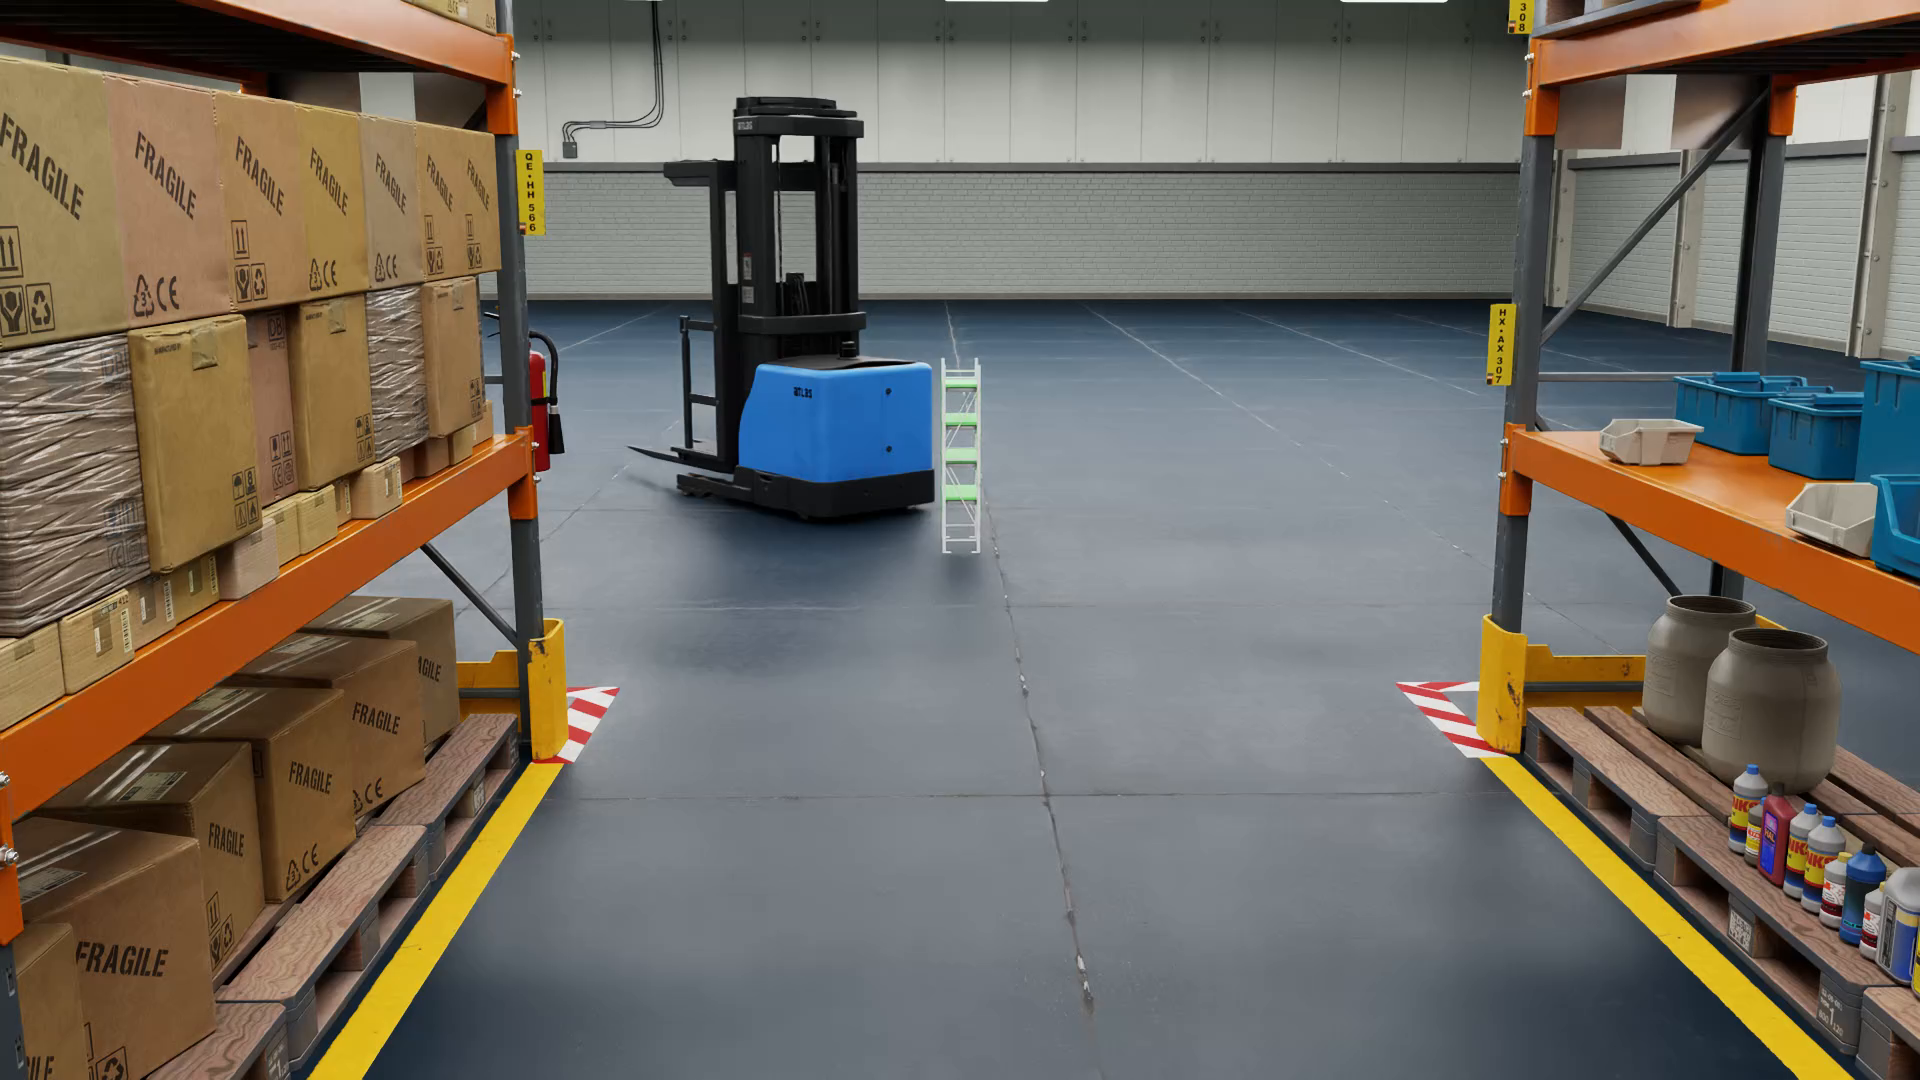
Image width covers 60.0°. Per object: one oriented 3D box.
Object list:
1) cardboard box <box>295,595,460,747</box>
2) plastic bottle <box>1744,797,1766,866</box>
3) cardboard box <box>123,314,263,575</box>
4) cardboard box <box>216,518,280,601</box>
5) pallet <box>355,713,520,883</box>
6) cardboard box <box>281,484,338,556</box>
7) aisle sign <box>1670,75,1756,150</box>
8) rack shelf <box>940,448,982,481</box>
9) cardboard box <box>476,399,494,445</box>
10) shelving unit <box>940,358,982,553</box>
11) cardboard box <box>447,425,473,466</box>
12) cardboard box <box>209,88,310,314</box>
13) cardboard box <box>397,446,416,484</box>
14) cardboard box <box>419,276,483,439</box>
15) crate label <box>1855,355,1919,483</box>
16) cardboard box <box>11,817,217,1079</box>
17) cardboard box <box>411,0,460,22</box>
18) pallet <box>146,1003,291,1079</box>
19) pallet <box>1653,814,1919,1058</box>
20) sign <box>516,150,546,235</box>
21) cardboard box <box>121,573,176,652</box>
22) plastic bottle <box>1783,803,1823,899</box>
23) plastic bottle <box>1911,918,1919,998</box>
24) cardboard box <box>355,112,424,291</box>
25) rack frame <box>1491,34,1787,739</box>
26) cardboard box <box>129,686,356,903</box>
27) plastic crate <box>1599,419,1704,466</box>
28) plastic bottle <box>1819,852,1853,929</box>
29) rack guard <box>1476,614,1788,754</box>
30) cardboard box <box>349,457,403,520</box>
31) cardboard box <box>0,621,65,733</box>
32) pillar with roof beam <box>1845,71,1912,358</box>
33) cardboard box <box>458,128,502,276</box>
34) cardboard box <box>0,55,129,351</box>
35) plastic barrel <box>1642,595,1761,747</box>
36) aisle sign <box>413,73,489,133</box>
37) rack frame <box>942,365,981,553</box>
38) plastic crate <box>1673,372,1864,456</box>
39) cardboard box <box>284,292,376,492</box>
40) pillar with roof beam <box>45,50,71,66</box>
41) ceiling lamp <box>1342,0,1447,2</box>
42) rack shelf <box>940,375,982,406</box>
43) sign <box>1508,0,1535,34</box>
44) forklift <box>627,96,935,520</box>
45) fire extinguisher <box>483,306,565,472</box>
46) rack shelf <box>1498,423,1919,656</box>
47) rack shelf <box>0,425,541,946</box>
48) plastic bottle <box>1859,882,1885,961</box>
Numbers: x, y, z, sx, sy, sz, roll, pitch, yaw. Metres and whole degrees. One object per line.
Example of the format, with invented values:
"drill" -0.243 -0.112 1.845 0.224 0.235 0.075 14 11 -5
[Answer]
"cardboard box" -2.228 0.512 6.220 0.500 0.500 0.500 2 12 9
"plastic bottle" 2.455 0.887 5.076 0.097 0.201 0.097 0 11 0
"cardboard box" -2.064 -0.220 3.600 0.875 0.500 0.500 0 11 -1
"cardboard box" -1.849 0.044 3.928 0.380 0.149 0.250 0 11 -1
"pallet" -2.241 0.912 6.032 1.003 0.211 1.213 0 11 -1
"cardboard box" -1.890 -0.055 4.417 0.380 0.149 0.250 0 11 -1
"aisle sign" 3.023 -1.941 6.544 0.394 0.787 0.004 0 11 -1
"rack shelf" 0.003 -0.492 10.790 0.258 0.148 0.480 0 11 -1
"cardboard box" -2.012 -0.452 6.375 0.380 0.149 0.250 0 11 -1
"shelving unit" 0.003 -0.555 10.778 0.258 1.200 0.503 0 11 -1
"cardboard box" -1.951 -0.353 5.887 0.380 0.149 0.250 0 11 -1
"cardboard box" -1.919 -0.810 3.993 0.500 0.500 0.500 0 11 -1
"cardboard box" -1.998 -0.253 5.395 0.380 0.149 0.250 0 11 -1
"cardboard box" -2.110 -0.618 5.559 0.875 0.500 0.500 0 11 -1
"crate label" 3.036 -0.304 4.924 0.502 0.435 0.616 0 11 -1
"cardboard box" -2.130 0.990 3.867 0.500 0.500 0.500 4 12 17
"cardboard box" -1.947 -1.834 5.386 0.500 0.250 0.500 0 11 -1
"pallet" -2.191 1.397 3.641 1.003 0.211 1.213 0 11 -1
"pallet" 2.810 1.133 4.941 1.003 0.211 1.213 0 11 -1
"sign" -1.669 -1.352 6.471 0.100 0.325 0.005 0 11 -1
"cardboard box" -1.871 0.144 3.438 0.380 0.149 0.250 0 11 -1
"plastic bottle" 2.460 0.900 4.835 0.097 0.271 0.097 0 11 0
"plastic bottle" 2.498 0.997 4.156 0.144 0.351 0.185 0 11 -2
"cardboard box" -1.942 -1.009 4.973 0.500 0.500 0.500 0 11 -1
"rack frame" 2.727 -0.651 6.726 1.000 3.000 0.127 0 11 -1
"cardboard box" -2.188 0.756 5.021 0.500 0.500 0.500 1 11 4
"plastic crate" 2.424 -0.343 5.869 0.298 0.136 0.250 0 11 -1
"plastic bottle" 2.465 0.974 4.647 0.097 0.201 0.097 0 11 0
"rack guard" 2.776 0.589 6.901 1.175 0.500 0.348 0 11 -1
"cardboard box" -1.876 -0.154 4.908 0.380 0.149 0.250 0 11 -1
"cardboard box" -1.846 0.243 2.948 0.380 0.149 0.250 0 11 -1
"pillar with roof beam" 8.836 -7.057 23.211 9.100 9.000 0.400 0 11 -1
"cardboard box" -1.966 -1.208 5.953 0.500 0.500 0.500 0 11 -1
"cardboard box" -1.897 -0.611 3.013 0.500 0.500 0.500 0 11 -1
"plastic barrel" 2.817 0.493 6.288 0.421 0.512 0.421 0 11 0
"aisle sign" -1.926 -1.919 6.434 0.394 0.787 0.004 0 11 -1
"rack frame" 0.008 -0.507 10.539 0.240 1.200 0.015 0 11 -1
"plastic crate" 3.037 -0.480 6.256 0.499 0.251 0.616 0 11 -1
"cardboard box" -2.145 -0.419 4.578 0.875 0.500 0.500 0 11 -1
"pillar with roof beam" -14.297 -9.348 34.506 9.100 9.000 0.548 0 11 -1
"ceiling lamp" 8.012 -11.532 30.589 2.000 3.185 0.800 0 11 -1
"rack shelf" 0.003 -0.963 10.695 0.258 0.148 0.480 0 11 -1
"sign" 2.177 -2.124 6.420 0.100 0.325 0.005 0 11 -1
"forklift" -1.522 -1.809 12.604 1.130 2.935 3.031 -10 15 -39
"fire extinguisher" -1.766 -0.618 6.755 0.296 0.674 0.183 0 11 -1
"rack shelf" 2.769 0.099 4.838 1.077 0.370 4.000 0 11 -1
"rack shelf" -2.183 0.119 4.737 1.077 0.370 4.000 0 11 -1
"plastic bottle" 2.469 1.015 4.445 0.097 0.201 0.097 0 11 0
